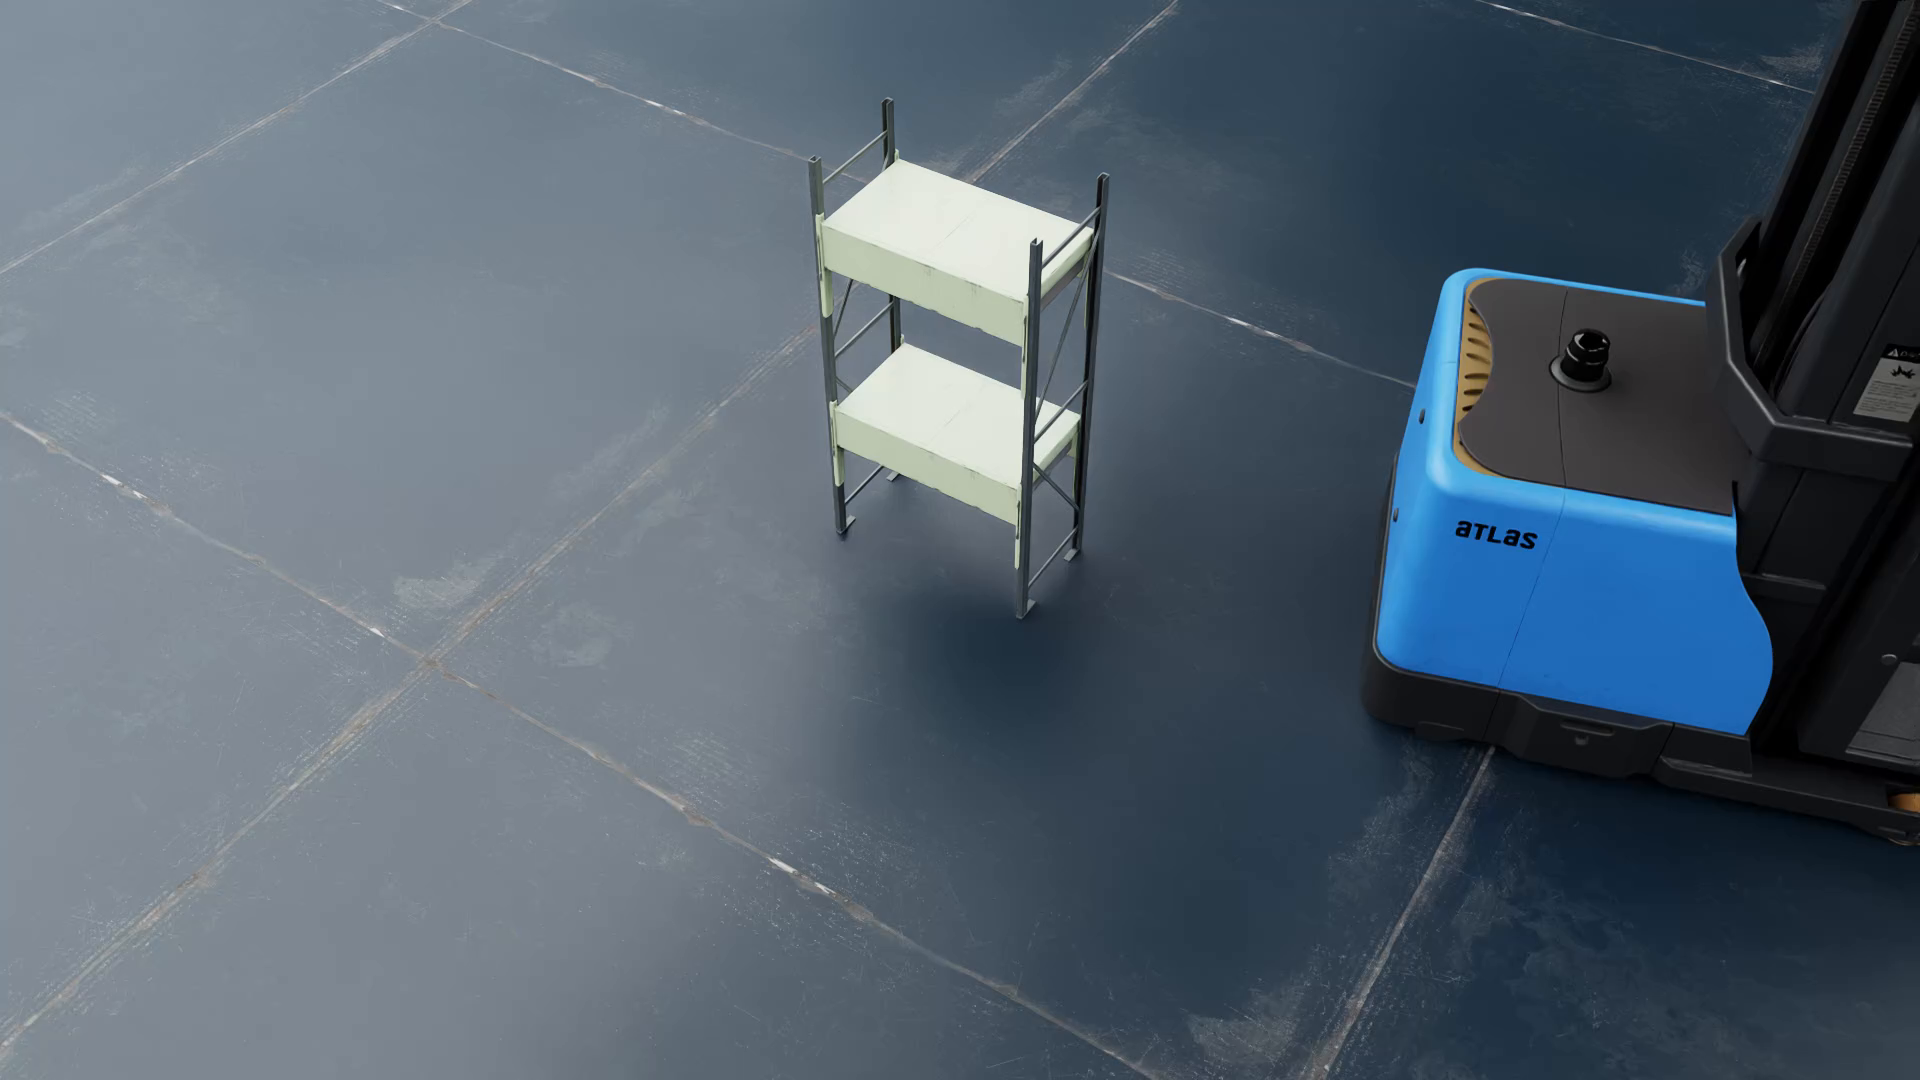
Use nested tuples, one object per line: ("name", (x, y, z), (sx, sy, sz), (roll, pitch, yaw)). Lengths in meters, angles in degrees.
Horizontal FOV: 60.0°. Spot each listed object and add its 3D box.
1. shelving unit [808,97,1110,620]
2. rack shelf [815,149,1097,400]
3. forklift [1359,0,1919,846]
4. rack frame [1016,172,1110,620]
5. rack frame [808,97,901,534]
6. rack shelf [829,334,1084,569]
("shelving unit", (-0.006, -0.525, 5.215), (0.755, 1.500, 0.431), (25, 51, 22))
("rack shelf", (-0.006, -0.797, 4.935), (0.720, 0.370, 0.431), (25, 51, 22))
("forklift", (2.818, -0.514, 4.206), (3.031, 2.935, 1.130), (11, 47, 10))
("rack frame", (0.302, -0.384, 5.077), (0.023, 1.500, 0.400), (25, 51, 22))
("rack frame", (-0.314, -0.667, 5.352), (0.023, 1.500, 0.400), (25, 51, 22))
("rack shelf", (-0.006, -0.298, 5.448), (0.720, 0.370, 0.431), (25, 51, 22))
